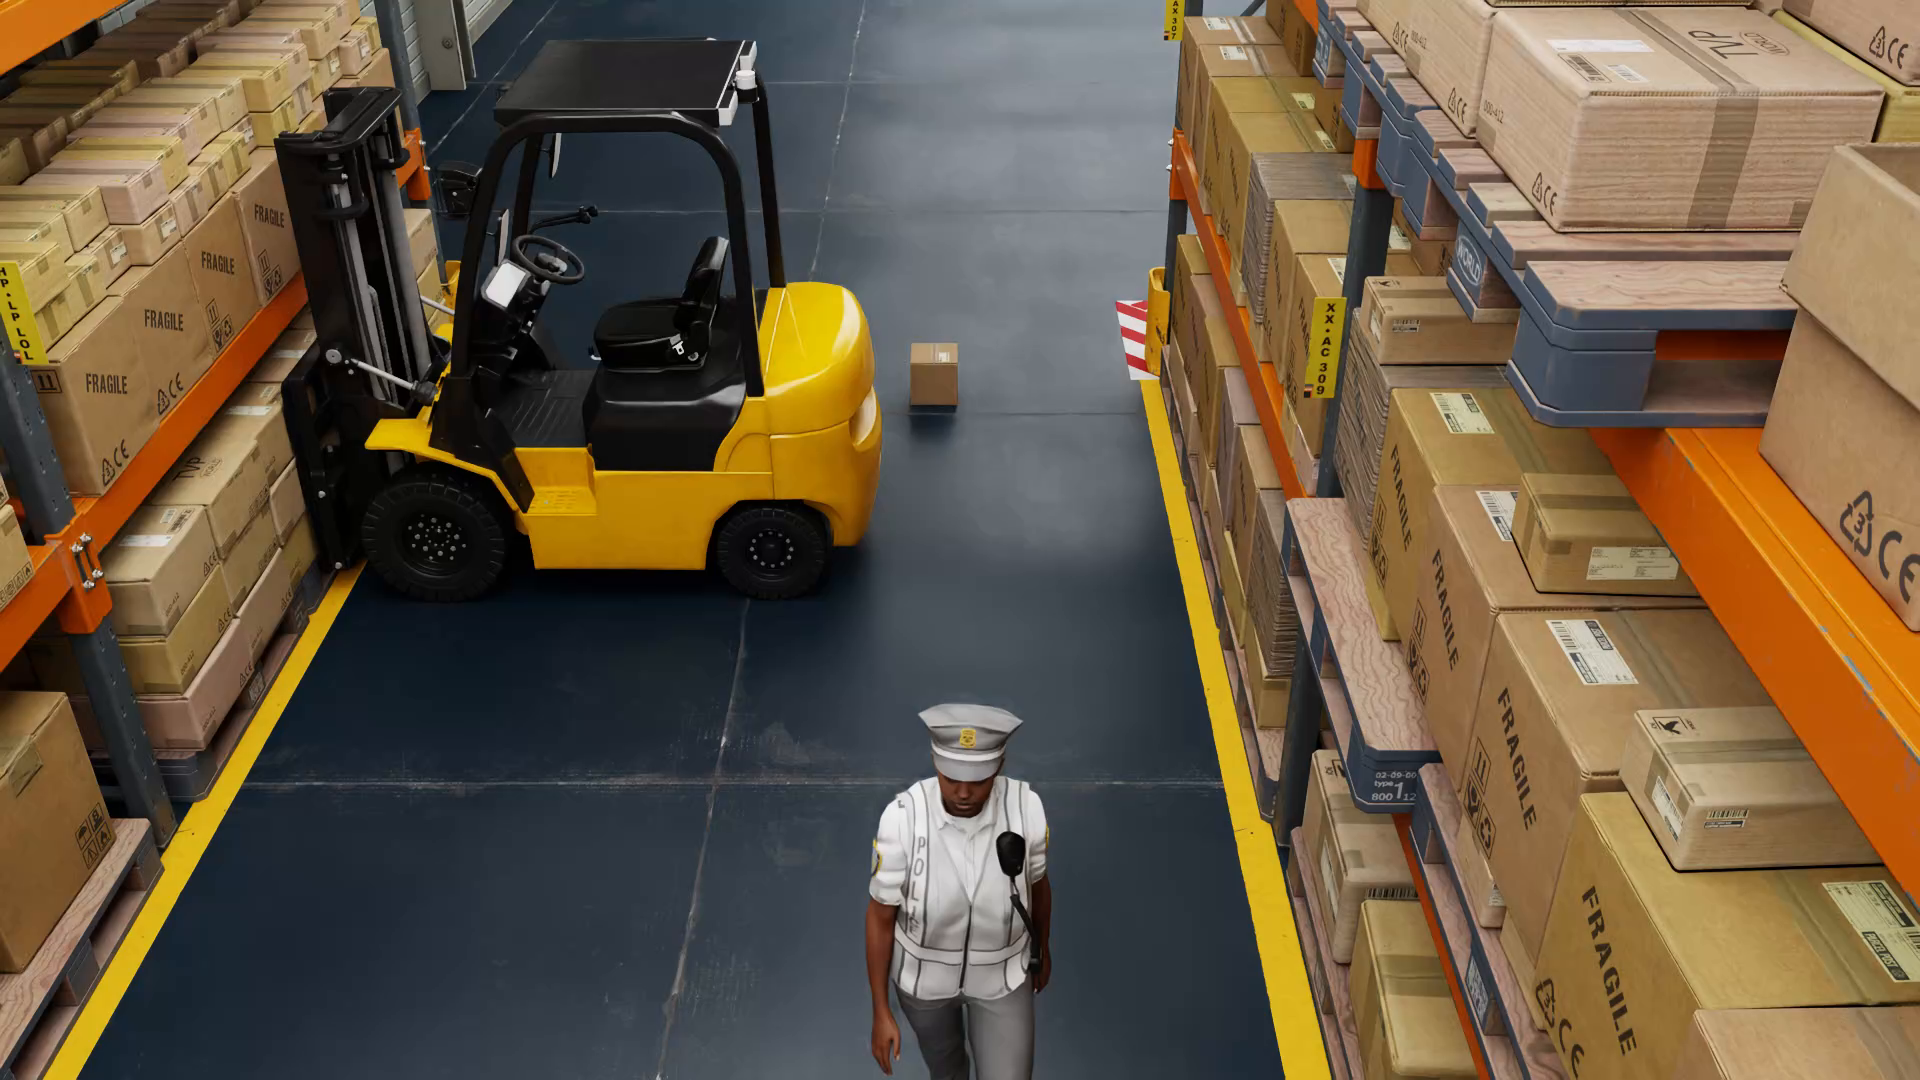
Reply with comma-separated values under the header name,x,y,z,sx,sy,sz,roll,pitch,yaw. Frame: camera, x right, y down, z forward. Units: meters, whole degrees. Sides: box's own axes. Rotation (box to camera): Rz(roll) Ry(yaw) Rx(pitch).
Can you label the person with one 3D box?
name,x,y,z,sx,sy,sz,roll,pitch,yaw
person,0.006,1.152,4.233,0.484,1.675,0.862,0,32,-1
